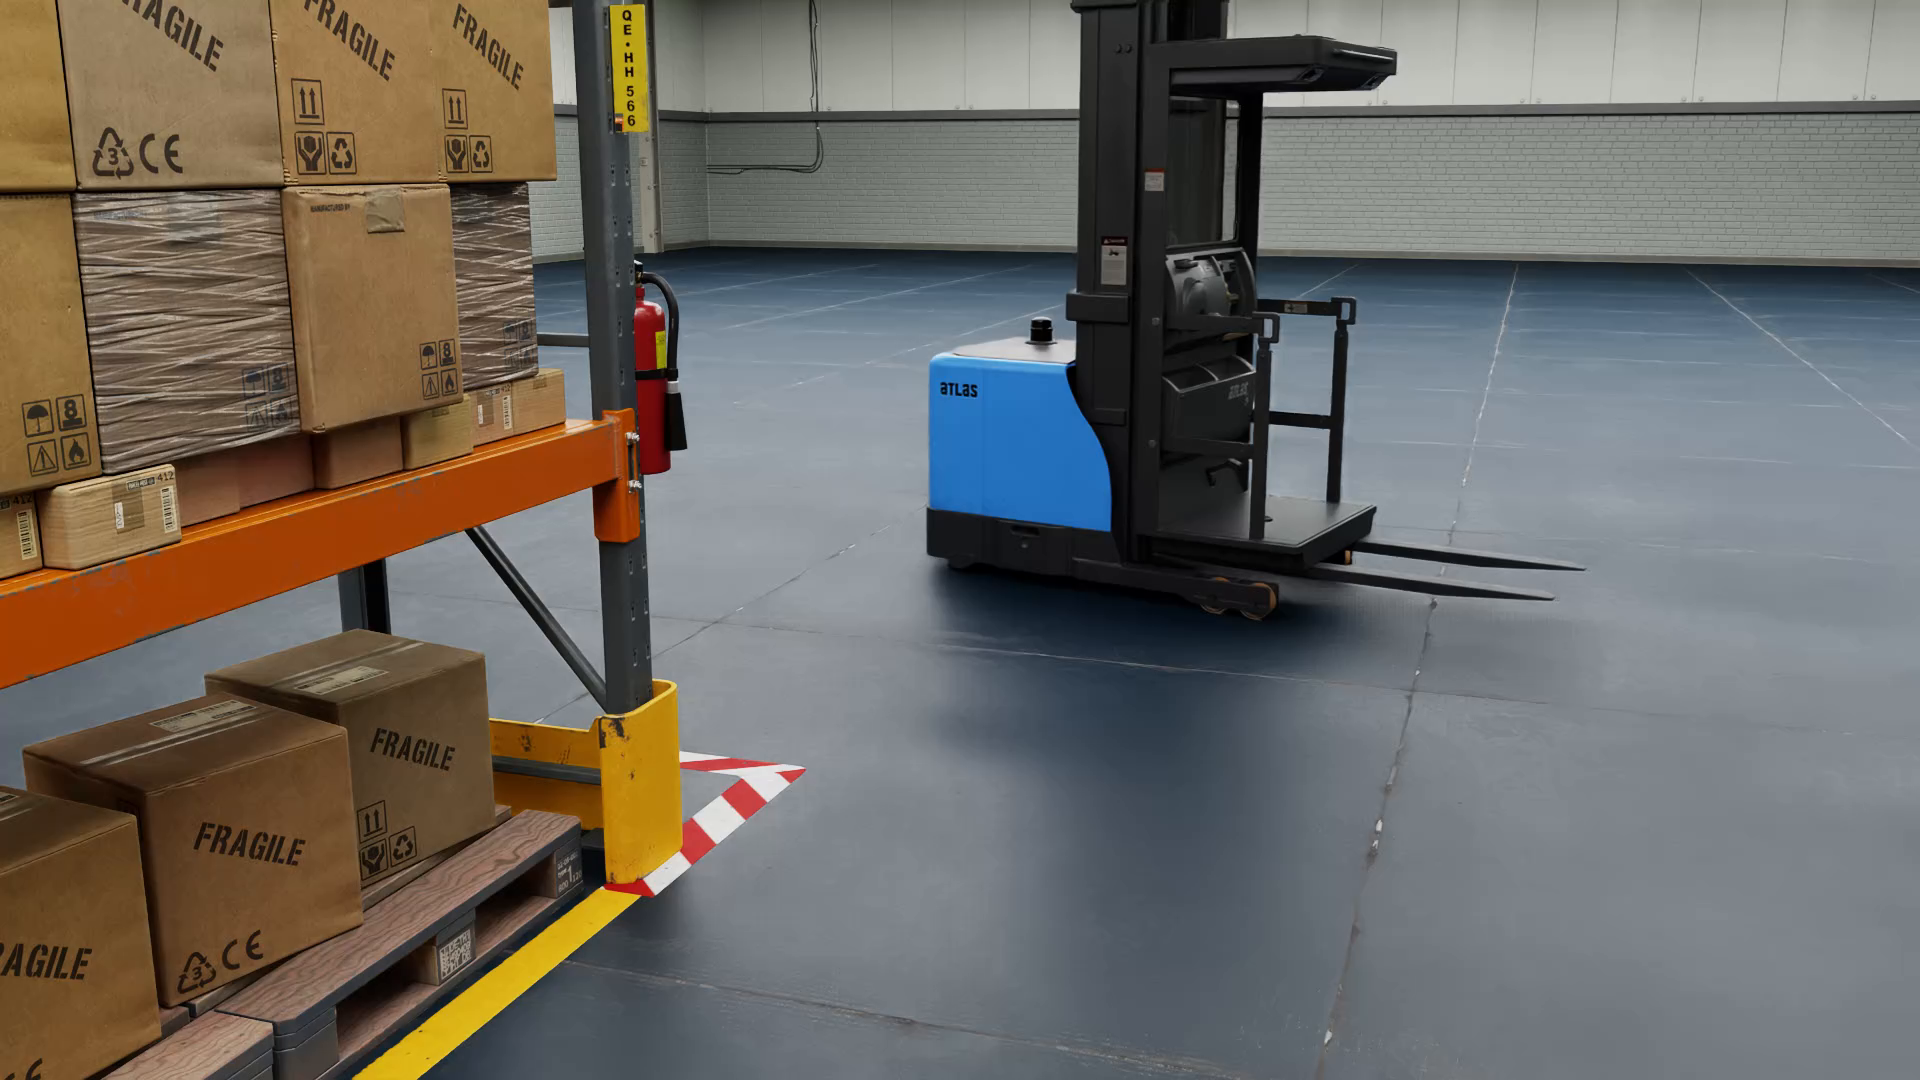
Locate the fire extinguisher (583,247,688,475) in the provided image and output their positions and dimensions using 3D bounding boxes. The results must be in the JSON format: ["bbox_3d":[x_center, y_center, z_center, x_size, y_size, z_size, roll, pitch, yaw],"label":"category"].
[{"bbox_3d":[-0.923,-0.530,4.743,0.296,0.674,0.183,4,14,18],"label":"fire extinguisher"}]

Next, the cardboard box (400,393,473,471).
[{"bbox_3d":[-1.406,-0.271,3.997,0.380,0.149,0.250,4,14,18],"label":"cardboard box"}]

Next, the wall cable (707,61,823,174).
[{"bbox_3d":[-4.638,-9.818,38.758,3.097,2.526,0.112,4,14,18],"label":"wall cable"}]

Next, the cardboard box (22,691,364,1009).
[{"bbox_3d":[-1.775,0.696,3.873,0.500,0.500,0.500,9,15,33],"label":"cardboard box"}]

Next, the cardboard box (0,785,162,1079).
[{"bbox_3d":[-1.995,0.826,3.302,0.500,0.500,0.500,6,14,24],"label":"cardboard box"}]

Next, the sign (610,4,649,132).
[{"bbox_3d":[-0.877,-1.251,4.417,0.100,0.325,0.005,4,14,18],"label":"sign"}]

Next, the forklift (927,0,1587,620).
[{"bbox_3d":[1.355,-1.207,7.689,3.031,2.935,1.130,8,15,31],"label":"forklift"}]

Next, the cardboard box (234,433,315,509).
[{"bbox_3d":[-1.622,-0.169,3.554,0.380,0.149,0.250,4,14,18],"label":"cardboard box"}]

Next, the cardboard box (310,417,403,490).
[{"bbox_3d":[-1.502,-0.219,3.772,0.380,0.149,0.250,4,14,18],"label":"cardboard box"}]

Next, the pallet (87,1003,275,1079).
[{"bbox_3d":[-2.113,1.223,3.155,1.003,0.211,1.213,4,14,18],"label":"pallet"}]

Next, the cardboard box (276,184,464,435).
[{"bbox_3d":[-1.648,-0.543,3.733,0.875,0.500,0.500,4,14,18],"label":"cardboard box"}]

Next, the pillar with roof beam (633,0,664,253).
[{"bbox_3d":[-2.769,-10.497,34.754,9.100,9.000,0.400,4,14,18],"label":"pillar with roof beam"}]

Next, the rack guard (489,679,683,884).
[{"bbox_3d":[-1.420,0.658,4.983,1.175,0.500,0.348,4,14,18],"label":"rack guard"}]

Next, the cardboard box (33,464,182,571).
[{"bbox_3d":[-1.679,-0.056,3.058,0.380,0.149,0.250,4,14,18],"label":"cardboard box"}]

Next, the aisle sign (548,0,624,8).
[{"bbox_3d":[-1.092,-1.836,4.448,0.394,0.787,0.004,4,14,18],"label":"aisle sign"}]

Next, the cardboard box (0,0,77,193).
[{"bbox_3d":[-1.830,-0.809,2.652,0.500,0.500,0.500,4,14,18],"label":"cardboard box"}]

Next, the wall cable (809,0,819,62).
[{"bbox_3d":[-2.078,-12.085,37.343,3.097,2.526,0.112,4,14,18],"label":"wall cable"}]

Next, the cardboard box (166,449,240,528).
[{"bbox_3d":[-1.682,-0.115,3.316,0.380,0.149,0.250,4,14,18],"label":"cardboard box"}]

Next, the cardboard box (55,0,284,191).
[{"bbox_3d":[-1.660,-0.914,3.110,0.500,0.500,0.500,4,14,18],"label":"cardboard box"}]

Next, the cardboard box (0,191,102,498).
[{"bbox_3d":[-2.023,-0.336,2.827,0.875,0.500,0.500,4,14,18],"label":"cardboard box"}]

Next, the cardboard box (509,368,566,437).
[{"bbox_3d":[-1.293,-0.380,4.475,0.380,0.149,0.250,4,14,18],"label":"cardboard box"}]

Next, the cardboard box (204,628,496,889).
[{"bbox_3d":[-1.614,0.567,4.435,0.500,0.500,0.500,7,15,29],"label":"cardboard box"}]

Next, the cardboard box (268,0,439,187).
[{"bbox_3d":[-1.496,-1.019,3.571,0.500,0.500,0.500,4,14,18],"label":"cardboard box"}]

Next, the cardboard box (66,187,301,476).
[{"bbox_3d":[-1.851,-0.441,3.285,0.875,0.500,0.500,4,14,18],"label":"cardboard box"}]

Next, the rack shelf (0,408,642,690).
[{"bbox_3d":[-2.043,0.195,3.010,1.077,0.370,4.000,4,14,18],"label":"rack shelf"}]

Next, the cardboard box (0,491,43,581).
[{"bbox_3d":[-1.825,-0.009,2.849,0.380,0.149,0.250,4,14,18],"label":"cardboard box"}]

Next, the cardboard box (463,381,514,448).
[{"bbox_3d":[-1.374,-0.327,4.244,0.380,0.149,0.250,4,14,18],"label":"cardboard box"}]

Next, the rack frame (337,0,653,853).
[{"bbox_3d":[-1.396,-0.577,4.775,1.000,3.000,0.127,4,14,18],"label":"rack frame"}]

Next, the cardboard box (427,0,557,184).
[{"bbox_3d":[-1.340,-1.125,4.034,0.500,0.500,0.500,4,14,18],"label":"cardboard box"}]

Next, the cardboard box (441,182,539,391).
[{"bbox_3d":[-1.600,-0.657,4.232,0.875,0.500,0.500,4,14,18],"label":"cardboard box"}]

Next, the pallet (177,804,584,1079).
[{"bbox_3d":[-1.717,0.967,4.277,1.003,0.211,1.213,4,14,18],"label":"pallet"}]
